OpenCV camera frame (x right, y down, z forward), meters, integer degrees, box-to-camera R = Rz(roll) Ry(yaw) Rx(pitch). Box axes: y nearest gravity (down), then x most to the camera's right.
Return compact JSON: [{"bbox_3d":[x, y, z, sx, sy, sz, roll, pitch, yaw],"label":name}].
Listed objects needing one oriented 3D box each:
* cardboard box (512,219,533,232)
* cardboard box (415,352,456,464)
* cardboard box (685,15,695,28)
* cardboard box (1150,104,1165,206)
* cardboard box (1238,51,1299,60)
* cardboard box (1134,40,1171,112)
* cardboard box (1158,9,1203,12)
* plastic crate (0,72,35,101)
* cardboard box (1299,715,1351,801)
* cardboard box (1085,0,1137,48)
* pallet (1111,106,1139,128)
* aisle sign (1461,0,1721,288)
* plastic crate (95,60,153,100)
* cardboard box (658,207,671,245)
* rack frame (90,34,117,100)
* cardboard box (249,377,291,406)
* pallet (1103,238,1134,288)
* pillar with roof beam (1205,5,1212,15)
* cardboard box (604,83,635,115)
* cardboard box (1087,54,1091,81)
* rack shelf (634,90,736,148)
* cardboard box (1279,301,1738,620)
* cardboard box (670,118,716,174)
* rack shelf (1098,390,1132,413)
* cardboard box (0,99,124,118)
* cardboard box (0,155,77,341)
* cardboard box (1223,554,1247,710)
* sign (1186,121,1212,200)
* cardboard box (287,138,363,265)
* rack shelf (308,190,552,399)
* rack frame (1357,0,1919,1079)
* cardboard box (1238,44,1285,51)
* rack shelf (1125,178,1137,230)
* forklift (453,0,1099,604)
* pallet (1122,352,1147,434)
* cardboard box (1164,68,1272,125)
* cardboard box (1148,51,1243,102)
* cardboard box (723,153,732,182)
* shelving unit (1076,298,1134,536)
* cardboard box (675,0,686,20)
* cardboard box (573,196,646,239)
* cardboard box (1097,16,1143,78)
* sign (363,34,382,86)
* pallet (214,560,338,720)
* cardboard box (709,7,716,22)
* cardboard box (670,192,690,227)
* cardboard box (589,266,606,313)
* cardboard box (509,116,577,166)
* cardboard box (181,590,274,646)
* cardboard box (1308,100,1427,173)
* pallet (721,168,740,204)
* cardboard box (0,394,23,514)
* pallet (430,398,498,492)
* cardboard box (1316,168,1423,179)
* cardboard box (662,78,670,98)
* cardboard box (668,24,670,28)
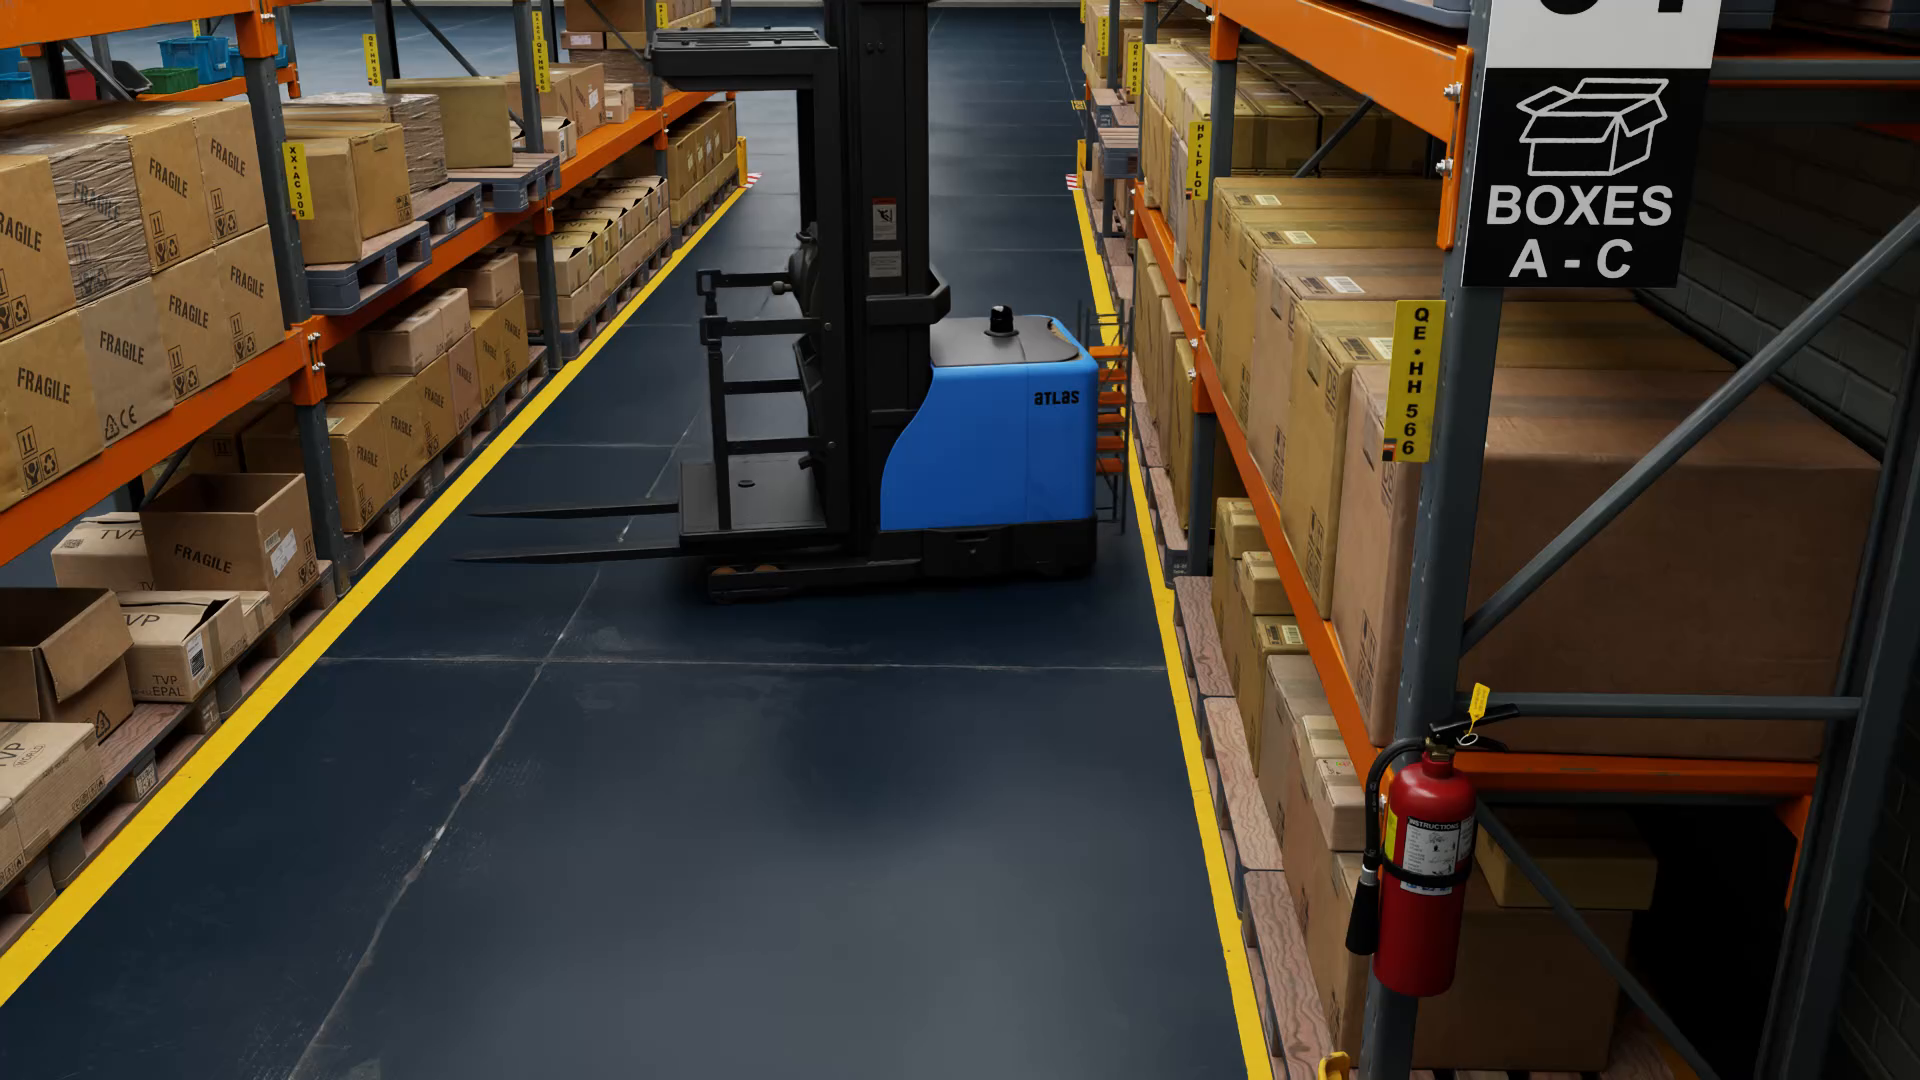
[{"bbox_3d":[-3.481,-2.330,12.832,0.500,0.311,0.500,0,21,1],"label":"cardboard box"},{"bbox_3d":[-3.114,-0.731,9.114,0.500,0.500,0.500,1,21,2],"label":"cardboard box"},{"bbox_3d":[-2.894,-5.225,16.814,0.380,0.149,0.250,1,21,3],"label":"cardboard box"},{"bbox_3d":[1.361,-2.192,9.454,0.500,0.500,0.500,1,21,1],"label":"cardboard box"},{"bbox_3d":[1.900,-2.729,9.802,0.500,0.250,0.500,0,21,0],"label":"cardboard box"},{"bbox_3d":[1.733,-3.613,12.947,0.700,0.500,0.500,4,21,9],"label":"cardboard box"},{"bbox_3d":[2.058,-4.809,15.919,0.500,0.500,0.500,1,21,3],"label":"cardboard box"},{"bbox_3d":[-7.830,-3.684,13.900,0.392,0.384,0.575,1,21,2],"label":"plastic crate"},{"bbox_3d":[1.180,0.626,4.748,0.380,0.149,0.250,1,21,3],"label":"cardboard box"},{"bbox_3d":[1.577,-5.372,17.371,0.500,0.500,0.500,1,21,2],"label":"cardboard box"},{"bbox_3d":[1.693,-3.166,12.806,1.003,0.211,1.213,1,21,2],"label":"pallet"},{"bbox_3d":[1.128,-0.835,2.942,0.394,0.787,0.004,1,21,2],"label":"aisle sign"},{"bbox_3d":[-7.964,-4.253,15.429,0.767,0.338,0.504,1,21,2],"label":"plastic crate"},{"bbox_3d":[-2.879,-2.799,14.816,0.500,0.250,0.500,0,21,1],"label":"cardboard box"},{"bbox_3d":[-8.107,-4.094,14.934,1.000,3.000,0.127,1,21,2],"label":"rack frame"},{"bbox_3d":[-3.648,-0.546,8.636,0.500,0.500,0.500,1,21,2],"label":"cardboard box"},{"bbox_3d":[1.773,-2.404,14.432,1.003,0.211,1.213,1,21,2],"label":"pallet"},{"bbox_3d":[-1.543,-8.013,16.740,9.100,9.000,0.400,1,21,2],"label":"pillar with roof beam"},{"bbox_3d":[-3.128,-3.790,14.357,0.500,0.250,0.500,2,21,5],"label":"cardboard box"},{"bbox_3d":[1.562,-4.826,16.999,0.500,0.250,0.500,0,21,1],"label":"cardboard box"},{"bbox_3d":[-3.096,-4.426,16.784,1.077,0.370,4.000,1,21,2],"label":"rack shelf"},{"bbox_3d":[1.447,-0.234,4.570,0.980,0.700,0.700,0,21,1],"label":"cardboard box"},{"bbox_3d":[-2.786,-4.008,16.897,0.500,0.500,0.500,1,21,2],"label":"cardboard box"},{"bbox_3d":[0.720,-0.682,8.420,0.258,0.103,0.180,-3,21,-9],"label":"rack shelf"},{"bbox_3d":[-3.695,-1.491,6.705,0.500,0.500,0.500,1,21,3],"label":"cardboard box"},{"bbox_3d":[-3.201,-0.923,5.241,0.500,0.500,0.500,0,21,1],"label":"cardboard box"},{"bbox_3d":[1.408,0.328,6.412,0.700,0.500,0.500,0,21,1],"label":"cardboard box"},{"bbox_3d":[1.009,-1.598,7.009,0.100,0.325,0.005,1,21,2],"label":"sign"},{"bbox_3d":[-3.162,-1.557,7.676,0.700,0.500,0.500,-7,22,-17],"label":"cardboard box"},{"bbox_3d":[-3.339,-1.533,9.329,1.077,0.370,4.000,1,21,2],"label":"rack shelf"},{"bbox_3d":[1.427,0.354,3.471,0.949,2.616,0.053,1,21,2],"label":"rack frame"},{"bbox_3d":[1.919,-2.916,10.284,0.500,0.250,0.500,1,21,3],"label":"cardboard box"},{"bbox_3d":[1.734,-2.927,12.919,1.077,0.370,4.000,1,21,2],"label":"rack shelf"},{"bbox_3d":[-0.901,-1.275,7.763,3.031,2.935,1.130,-3,21,-9],"label":"forklift"},{"bbox_3d":[1.574,-0.955,10.697,1.003,0.211,1.213,1,21,2],"label":"pallet"},{"bbox_3d":[1.366,-2.362,8.856,0.500,0.250,0.500,0,21,1],"label":"cardboard box"},{"bbox_3d":[1.386,-2.727,9.798,0.500,0.250,0.500,0,21,1],"label":"cardboard box"},{"bbox_3d":[-2.759,-4.020,17.964,0.500,0.250,0.500,1,21,2],"label":"cardboard box"},{"bbox_3d":[0.720,-0.612,8.447,0.258,1.200,0.189,-3,21,-9],"label":"shelving unit"},{"bbox_3d":[-3.103,-5.395,16.354,0.700,0.500,0.500,1,21,2],"label":"cardboard box"},{"bbox_3d":[-2.909,-2.695,13.774,0.500,0.311,0.500,1,21,1],"label":"cardboard box"},{"bbox_3d":[1.500,-4.448,14.990,0.500,0.500,0.500,1,21,1],"label":"cardboard box"},{"bbox_3d":[-3.833,-3.137,10.866,0.100,0.325,0.005,1,21,2],"label":"sign"},{"bbox_3d":[-3.422,0.403,7.199,1.003,0.211,1.213,1,21,2],"label":"pallet"},{"bbox_3d":[-2.856,-5.693,18.020,0.380,0.149,0.250,0,21,1],"label":"cardboard box"},{"bbox_3d":[-2.839,-3.116,15.635,0.500,0.250,0.500,1,21,2],"label":"cardboard box"},{"bbox_3d":[-2.954,-1.874,12.432,0.500,0.250,0.500,0,21,0],"label":"cardboard box"},{"bbox_3d":[-3.057,-2.872,11.906,0.500,0.311,0.500,0,21,1],"label":"cardboard box"},{"bbox_3d":[-3.085,0.324,6.881,0.380,0.149,0.250,1,21,2],"label":"cardboard box"},{"bbox_3d":[1.826,-1.800,7.408,0.500,0.250,0.500,1,21,3],"label":"cardboard box"},{"bbox_3d":[-3.016,-3.908,18.308,1.003,0.211,1.213,1,21,2],"label":"pallet"},{"bbox_3d":[-3.216,-0.272,4.944,0.500,0.500,0.500,1,21,1],"label":"cardboard box"},{"bbox_3d":[-3.378,-0.582,9.738,1.003,0.211,1.213,1,21,2],"label":"pallet"},{"bbox_3d":[1.818,-1.451,7.544,0.500,0.500,0.500,0,21,0],"label":"cardboard box"},{"bbox_3d":[-3.140,-4.436,15.677,0.700,0.500,0.500,0,21,1],"label":"cardboard box"},{"bbox_3d":[-2.934,-4.761,15.618,0.380,0.149,0.250,0,21,1],"label":"cardboard box"}]
